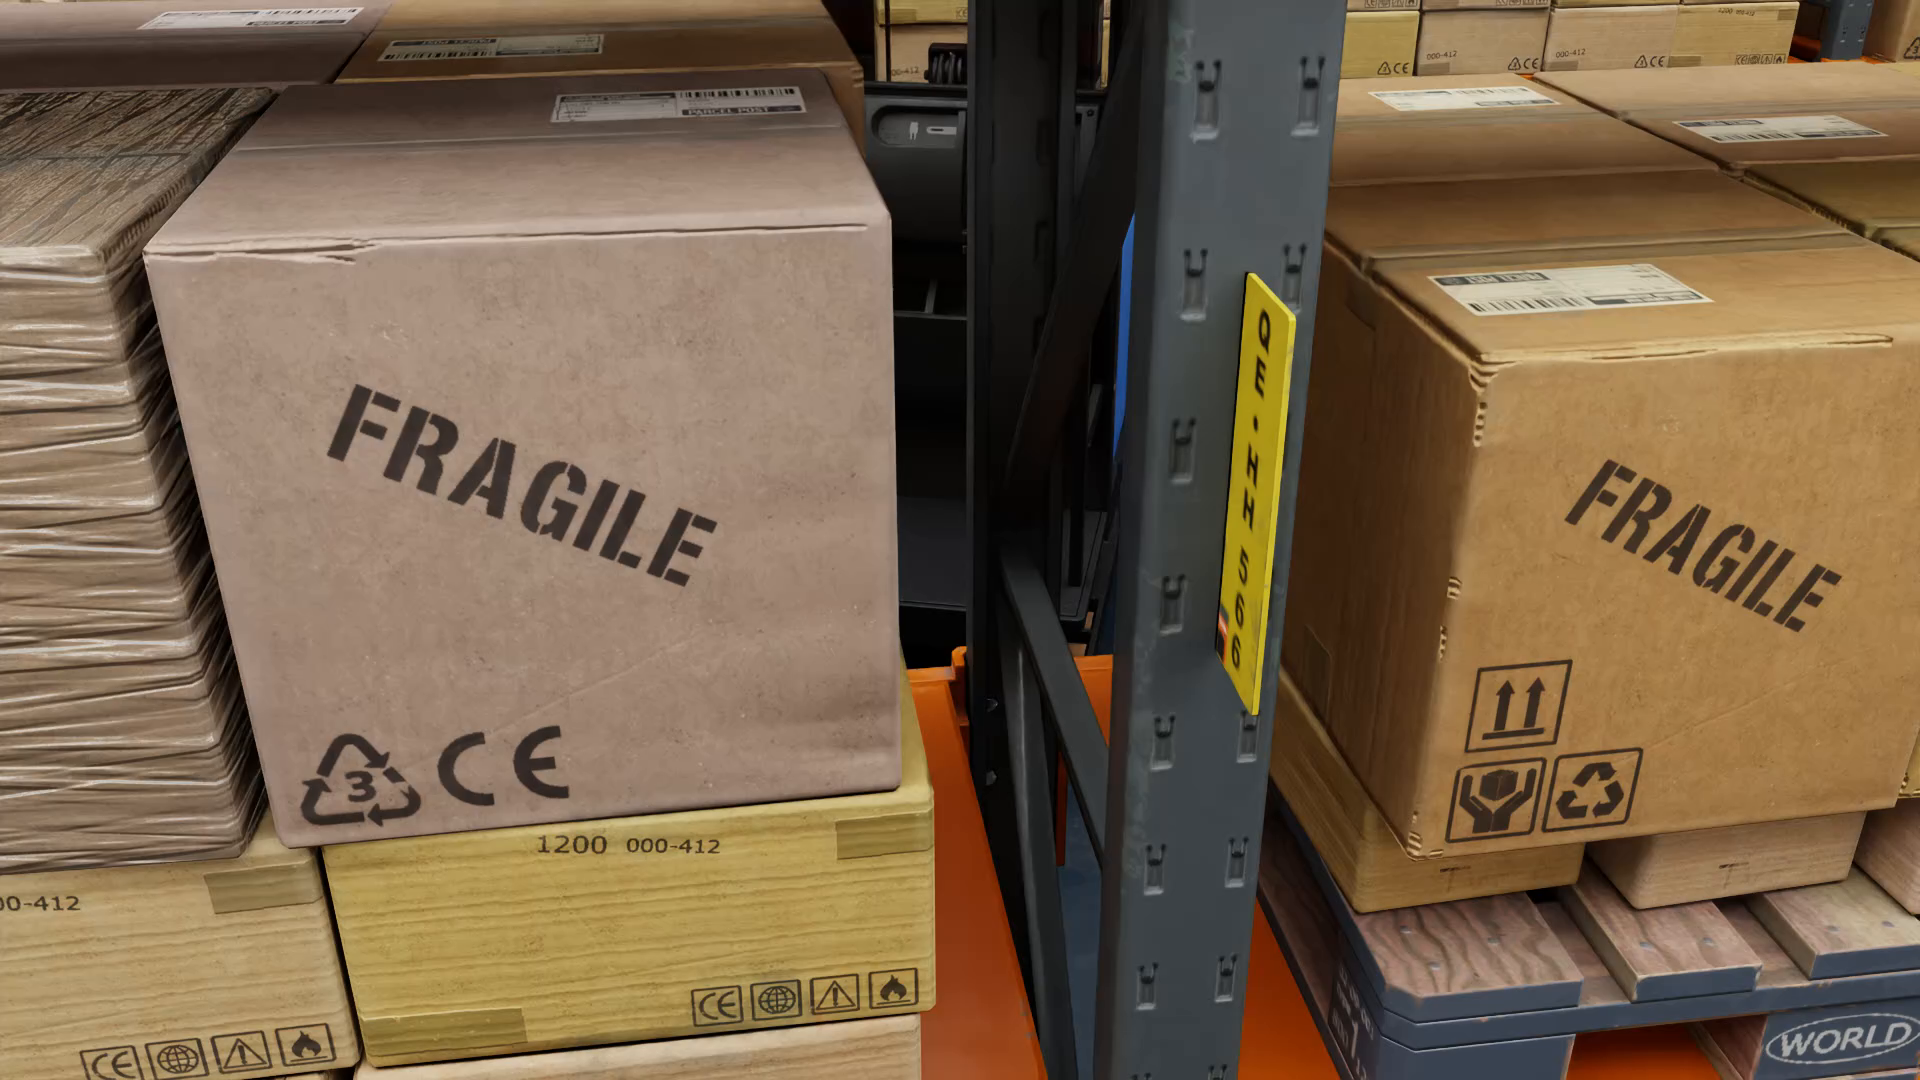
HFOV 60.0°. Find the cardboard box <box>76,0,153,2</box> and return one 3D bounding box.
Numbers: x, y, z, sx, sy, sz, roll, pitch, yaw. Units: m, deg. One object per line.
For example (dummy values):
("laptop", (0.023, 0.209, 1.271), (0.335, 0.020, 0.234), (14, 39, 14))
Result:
("cardboard box", (-2.716, -1.999, 5.790), (0.500, 0.500, 0.700), (-4, 27, -7))

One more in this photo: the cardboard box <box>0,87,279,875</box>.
("cardboard box", (-0.842, -0.067, 1.391), (0.500, 0.500, 0.500), (-3, 27, -6))

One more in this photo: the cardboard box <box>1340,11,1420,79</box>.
("cardboard box", (1.440, -1.958, 6.444), (0.500, 0.250, 0.500), (-3, 27, -5))

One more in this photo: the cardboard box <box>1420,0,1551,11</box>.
("cardboard box", (1.940, -2.207, 6.381), (0.500, 0.250, 0.500), (-3, 27, -6))

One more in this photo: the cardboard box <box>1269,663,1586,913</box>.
("cardboard box", (0.488, 0.223, 1.845), (0.250, 0.149, 0.380), (-5, 28, -10))

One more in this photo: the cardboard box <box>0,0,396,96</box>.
("cardboard box", (-0.872, -0.298, 1.840), (0.500, 0.500, 0.500), (-4, 27, -7))

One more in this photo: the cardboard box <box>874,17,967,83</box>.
("cardboard box", (-0.082, -1.860, 6.254), (0.500, 0.250, 0.500), (-4, 27, -7))

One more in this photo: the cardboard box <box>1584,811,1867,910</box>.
("cardboard box", (0.772, 0.220, 1.850), (0.250, 0.149, 0.380), (-5, 28, -10))

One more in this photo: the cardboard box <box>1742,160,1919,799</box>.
("cardboard box", (1.133, -0.089, 1.743), (0.500, 0.500, 0.500), (-2, 27, -4))

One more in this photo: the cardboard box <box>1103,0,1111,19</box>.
("cardboard box", (0.414, -2.114, 6.201), (0.500, 0.250, 0.500), (-3, 27, -5))

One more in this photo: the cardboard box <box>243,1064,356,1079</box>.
("cardboard box", (-0.828, 0.490, 1.673), (0.500, 0.250, 0.500), (-3, 27, -6))

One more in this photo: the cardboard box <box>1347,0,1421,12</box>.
("cardboard box", (1.437, -2.183, 6.335), (0.500, 0.250, 0.500), (-3, 27, -6))

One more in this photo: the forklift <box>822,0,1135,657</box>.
("forklift", (-0.112, -1.023, 4.532), (1.130, 2.935, 3.031), (5, 28, 9))

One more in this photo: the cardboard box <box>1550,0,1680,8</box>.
("cardboard box", (2.447, -2.236, 6.439), (0.500, 0.250, 0.500), (-4, 27, -8))

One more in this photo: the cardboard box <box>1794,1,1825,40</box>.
("cardboard box", (3.813, -2.459, 7.147), (0.500, 0.500, 0.500), (-4, 27, -7))

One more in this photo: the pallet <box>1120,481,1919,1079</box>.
("pallet", (0.831, 0.226, 2.233), (1.003, 0.211, 1.213), (-4, 27, -7))

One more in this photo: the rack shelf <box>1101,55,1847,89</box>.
("rack shelf", (1.425, -1.816, 6.792), (4.000, 0.370, 1.077), (-4, 27, -7))

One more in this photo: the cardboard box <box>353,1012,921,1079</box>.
("cardboard box", (-0.325, 0.451, 1.750), (0.500, 0.250, 0.500), (-5, 28, -9))

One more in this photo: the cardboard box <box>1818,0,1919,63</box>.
("cardboard box", (3.882, -2.218, 6.678), (0.500, 0.500, 0.500), (-4, 27, -9))

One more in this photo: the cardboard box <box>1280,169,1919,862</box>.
("cardboard box", (0.618, -0.053, 1.672), (0.500, 0.500, 0.500), (-4, 27, -9))

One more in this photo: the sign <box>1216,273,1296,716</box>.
("sign", (0.221, -0.030, 1.254), (0.005, 0.325, 0.100), (-4, 27, -7))

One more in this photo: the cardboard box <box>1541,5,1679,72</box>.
("cardboard box", (2.446, -2.012, 6.550), (0.500, 0.250, 0.500), (-4, 27, -7))

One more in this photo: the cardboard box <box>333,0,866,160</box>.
("cardboard box", (-0.382, -0.334, 1.910), (0.500, 0.500, 0.500), (-5, 28, -9))

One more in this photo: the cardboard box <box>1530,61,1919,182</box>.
("cardboard box", (1.062, -0.322, 2.195), (0.500, 0.500, 0.500), (-4, 27, -8))

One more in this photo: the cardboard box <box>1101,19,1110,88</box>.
("cardboard box", (0.417, -1.890, 6.312), (0.500, 0.250, 0.500), (-4, 27, -8))

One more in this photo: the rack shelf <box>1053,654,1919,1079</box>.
("rack shelf", (2.121, 0.427, 2.419), (4.000, 0.370, 1.077), (-4, 27, -7))

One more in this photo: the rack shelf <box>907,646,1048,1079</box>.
("rack shelf", (-1.840, 0.682, 1.923), (4.000, 0.370, 1.077), (-4, 27, -7))

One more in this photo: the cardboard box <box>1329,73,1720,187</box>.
("cardboard box", (0.551, -0.284, 2.122), (0.500, 0.500, 0.500), (-4, 27, -9))

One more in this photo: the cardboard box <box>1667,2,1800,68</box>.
("cardboard box", (2.943, -2.046, 6.617), (0.500, 0.250, 0.500), (-3, 27, -6))

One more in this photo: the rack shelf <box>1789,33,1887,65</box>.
("rack shelf", (5.386, -2.071, 7.288), (4.000, 0.370, 1.077), (-4, 27, -7))

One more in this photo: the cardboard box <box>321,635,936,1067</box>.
("cardboard box", (-0.304, 0.225, 1.643), (0.500, 0.250, 0.500), (-4, 27, -7))

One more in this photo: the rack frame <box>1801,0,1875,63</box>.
("rack frame", (3.406, -2.263, 6.876), (0.127, 3.000, 1.000), (-4, 27, -7))

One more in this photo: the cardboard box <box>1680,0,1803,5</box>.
("cardboard box", (2.955, -2.272, 6.510), (0.500, 0.250, 0.500), (-4, 27, -8))

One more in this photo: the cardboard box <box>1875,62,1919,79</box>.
("cardboard box", (1.562, -0.354, 2.259), (0.500, 0.500, 0.500), (-6, 28, -11))

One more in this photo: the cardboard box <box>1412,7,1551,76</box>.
("cardboard box", (1.950, -1.994, 6.515), (0.500, 0.250, 0.500), (-4, 27, -7))

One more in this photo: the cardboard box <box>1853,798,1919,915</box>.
("cardboard box", (1.050, 0.224, 1.844), (0.250, 0.149, 0.380), (-5, 28, -10))

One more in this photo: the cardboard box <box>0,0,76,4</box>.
("cardboard box", (-3.087, -1.797, 5.653), (0.258, 0.266, 0.396), (-2, 27, -5))

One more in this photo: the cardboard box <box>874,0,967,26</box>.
("cardboard box", (-0.078, -2.071, 6.118), (0.500, 0.250, 0.500), (-4, 27, -7))

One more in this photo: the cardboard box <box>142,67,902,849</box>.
("cardboard box", (-0.335, -0.104, 1.461), (0.500, 0.500, 0.500), (-4, 27, -9))

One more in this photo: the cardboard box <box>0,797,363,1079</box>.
("cardboard box", (-0.811, 0.259, 1.576), (0.500, 0.250, 0.500), (-4, 27, -8))
